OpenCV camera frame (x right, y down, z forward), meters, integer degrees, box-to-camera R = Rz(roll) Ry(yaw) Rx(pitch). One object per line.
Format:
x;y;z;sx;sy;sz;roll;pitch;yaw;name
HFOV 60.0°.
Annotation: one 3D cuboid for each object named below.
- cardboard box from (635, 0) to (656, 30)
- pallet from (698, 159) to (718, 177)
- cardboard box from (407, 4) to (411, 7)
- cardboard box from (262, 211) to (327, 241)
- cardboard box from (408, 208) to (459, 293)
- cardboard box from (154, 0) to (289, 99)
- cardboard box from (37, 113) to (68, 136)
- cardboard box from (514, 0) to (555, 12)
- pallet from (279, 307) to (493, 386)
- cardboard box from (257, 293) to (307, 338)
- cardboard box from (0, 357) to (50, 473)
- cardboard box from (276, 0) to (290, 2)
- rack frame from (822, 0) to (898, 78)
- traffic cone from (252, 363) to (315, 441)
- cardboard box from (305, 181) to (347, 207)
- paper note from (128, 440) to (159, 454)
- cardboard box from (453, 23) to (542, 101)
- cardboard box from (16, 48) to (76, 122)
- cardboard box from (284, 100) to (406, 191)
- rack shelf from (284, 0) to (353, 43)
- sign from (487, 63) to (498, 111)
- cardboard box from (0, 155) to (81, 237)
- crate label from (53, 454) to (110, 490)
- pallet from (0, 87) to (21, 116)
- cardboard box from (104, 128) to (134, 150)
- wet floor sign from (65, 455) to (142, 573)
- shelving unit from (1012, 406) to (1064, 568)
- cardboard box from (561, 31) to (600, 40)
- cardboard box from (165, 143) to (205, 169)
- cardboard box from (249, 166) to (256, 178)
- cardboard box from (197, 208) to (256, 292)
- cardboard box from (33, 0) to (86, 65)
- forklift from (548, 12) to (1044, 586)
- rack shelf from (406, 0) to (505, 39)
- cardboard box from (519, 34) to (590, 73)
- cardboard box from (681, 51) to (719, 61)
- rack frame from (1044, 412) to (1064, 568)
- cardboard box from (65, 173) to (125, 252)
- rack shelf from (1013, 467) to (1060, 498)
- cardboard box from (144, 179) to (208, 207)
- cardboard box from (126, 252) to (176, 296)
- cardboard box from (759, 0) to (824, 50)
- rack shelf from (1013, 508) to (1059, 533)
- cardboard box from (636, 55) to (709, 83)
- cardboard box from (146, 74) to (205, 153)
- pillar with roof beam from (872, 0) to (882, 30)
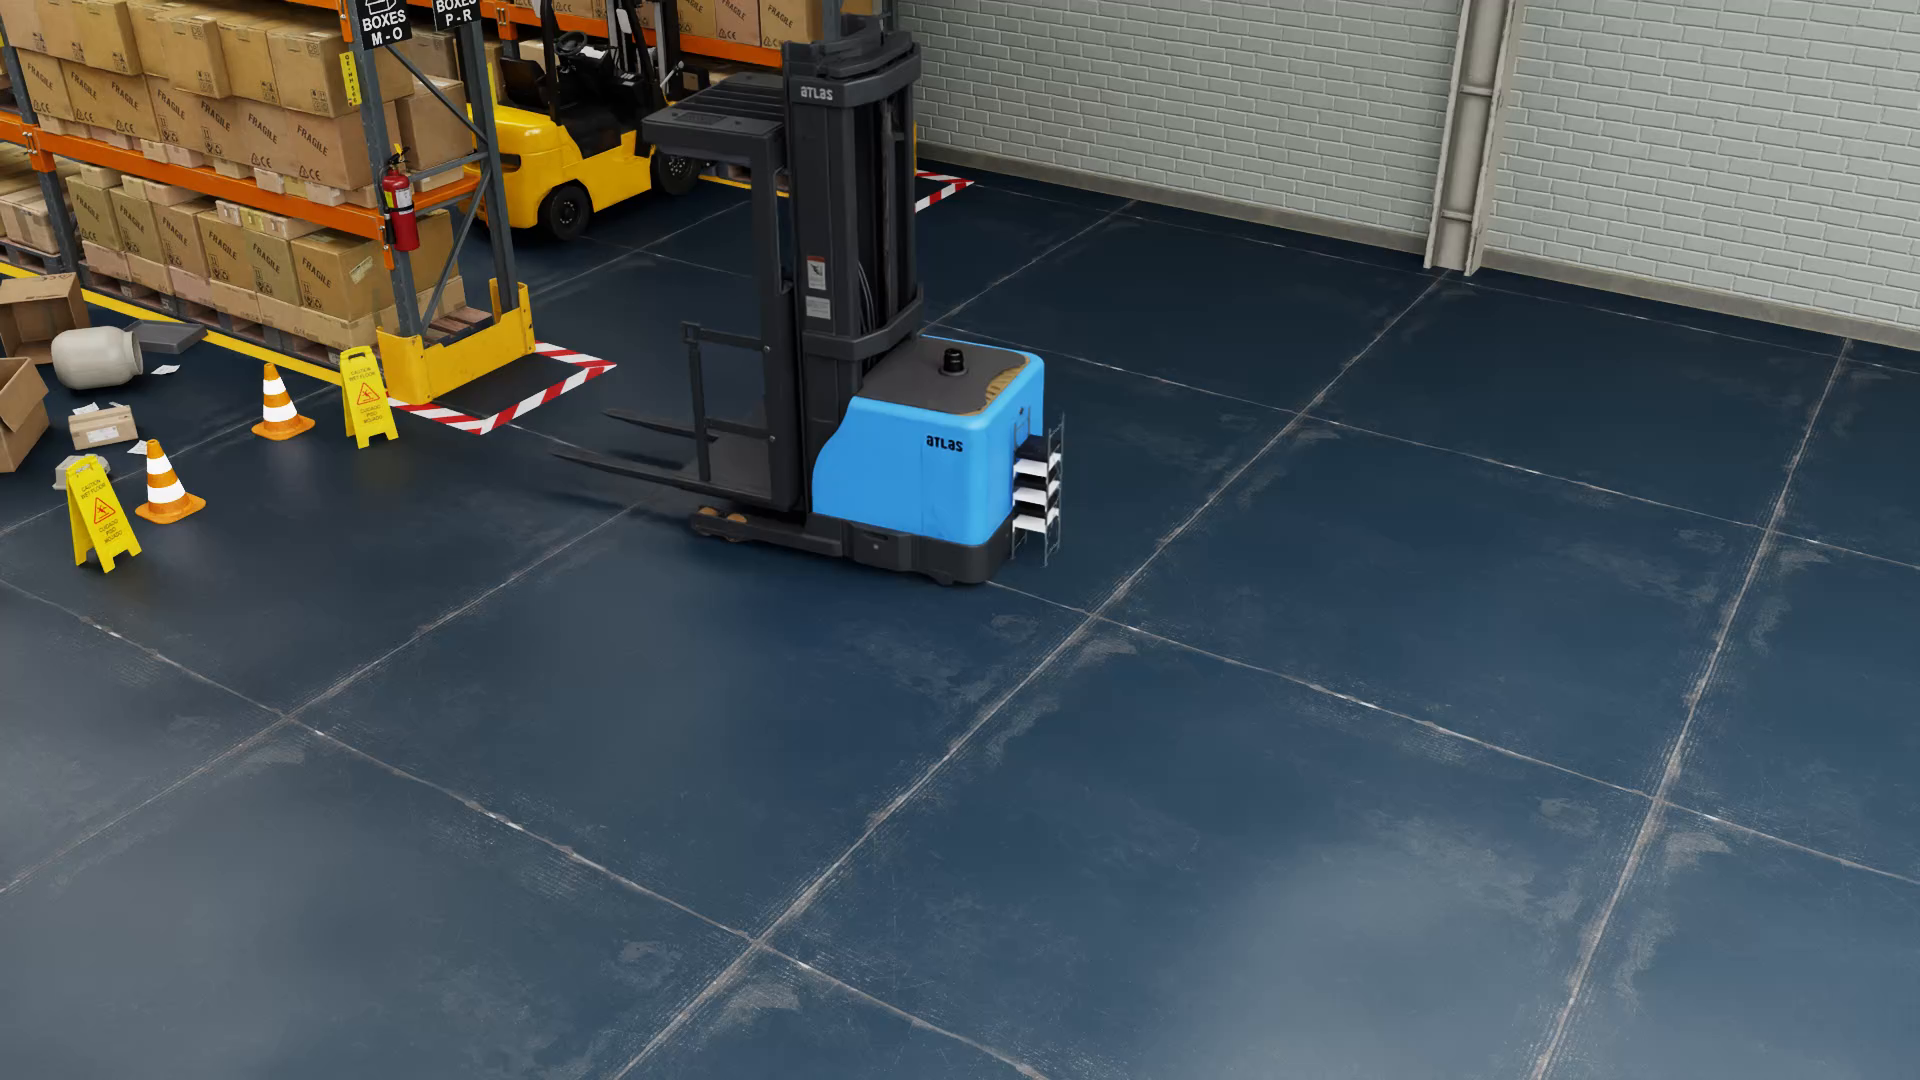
-2.735;-5.083;15.559;0.500;0.500;0.500;18;35;28;cardboard box
-2.578;-3.920;16.432;1.213;0.211;1.003;18;35;27;pallet
-6.576;-5.564;18.423;0.625;0.625;0.875;19;35;29;cardboard box
-4.678;-2.261;11.746;0.250;0.149;0.380;19;35;29;cardboard box
-4.071;-2.148;12.196;0.500;0.500;0.500;16;34;26;cardboard box
-4.974;-3.369;11.334;0.500;0.500;0.700;17;34;27;cardboard box
-6.806;-3.232;12.736;0.250;0.149;0.380;17;34;27;cardboard box
-4.029;-5.495;16.265;0.500;0.500;0.500;17;34;26;cardboard box
-4.248;-1.539;12.351;1.213;0.211;1.003;18;35;27;pallet
-4.776;-1.728;12.220;0.500;0.250;0.500;18;35;28;cardboard box
-6.348;-0.802;10.798;0.637;0.503;0.797;-4;30;-7;cardboard box
-7.862;-6.087;19.444;0.500;0.500;0.500;19;35;29;cardboard box
-0.878;-4.610;14.848;0.127;3.000;1.000;18;35;27;rack frame
-4.564;-0.959;11.108;0.334;0.463;0.336;18;35;27;traffic cone
-4.218;-2.411;11.328;0.250;0.149;0.380;17;34;27;cardboard box
-5.373;-0.612;10.941;0.142;0.019;0.148;6;31;10;paper note
-4.714;-4.972;17.409;0.625;0.625;0.875;19;35;29;cardboard box
-6.678;-3.497;12.545;0.500;0.500;0.500;17;35;27;cardboard box
-4.120;-2.690;11.162;0.500;0.500;0.500;17;34;26;cardboard box
-5.208;-4.011;11.559;4.000;0.370;1.077;18;35;27;rack shelf
-3.226;-3.096;11.394;0.005;0.325;0.100;18;35;27;sign
-7.958;-2.939;14.175;0.625;0.372;0.950;20;36;30;cardboard box
-5.565;-0.438;10.537;0.298;0.136;0.250;1;30;2;crate label
-7.472;-3.746;13.557;1.213;0.211;1.003;18;35;27;pallet
-6.132;-3.048;12.419;0.250;0.149;0.380;19;35;29;cardboard box
-4.983;-0.171;9.576;0.232;0.644;0.267;12;32;19;wet floor sign
0.445;-0.299;9.542;0.210;0.900;0.258;12;32;20;shelving unit
-3.747;-5.058;16.935;0.500;0.250;0.500;18;35;28;cardboard box
-5.499;-2.830;12.046;0.250;0.149;0.380;17;34;27;cardboard box
-4.800;-2.674;11.778;0.250;0.149;0.380;18;35;28;cardboard box
-5.199;-2.188;12.264;0.500;0.500;0.500;17;34;26;cardboard box
-6.224;-3.809;12.088;0.500;0.500;0.700;18;35;28;cardboard box
-1.063;-1.483;9.556;3.031;2.935;1.130;12;32;20;forklift
-5.960;-5.907;17.784;4.000;0.370;1.077;18;35;27;rack shelf
-4.023;-4.844;16.568;0.500;0.250;0.500;17;34;27;cardboard box
-2.458;-4.656;16.247;0.500;0.250;0.500;17;34;26;cardboard box
0.538;-0.279;9.508;0.006;0.900;0.240;12;32;20;rack frame
-6.546;-2.606;12.981;0.500;0.500;0.500;19;35;30;cardboard box
0.445;-0.348;9.514;0.200;0.077;0.258;12;32;20;rack shelf
-5.806;-2.620;12.360;0.250;0.149;0.380;20;36;30;cardboard box
-6.088;-2.144;12.933;0.500;0.250;0.500;20;36;30;cardboard box
-1.435;-4.673;14.856;0.500;0.500;0.500;17;34;26;cardboard box
0.445;-0.115;9.650;0.200;0.077;0.258;12;32;20;rack shelf
-2.728;-4.430;15.859;0.500;0.250;0.500;17;34;26;cardboard box
-5.383;-3.106;11.874;0.500;0.500;0.500;18;35;28;cardboard box
-3.278;-5.935;11.166;0.400;9.000;9.100;18;35;27;pillar with roof beam
